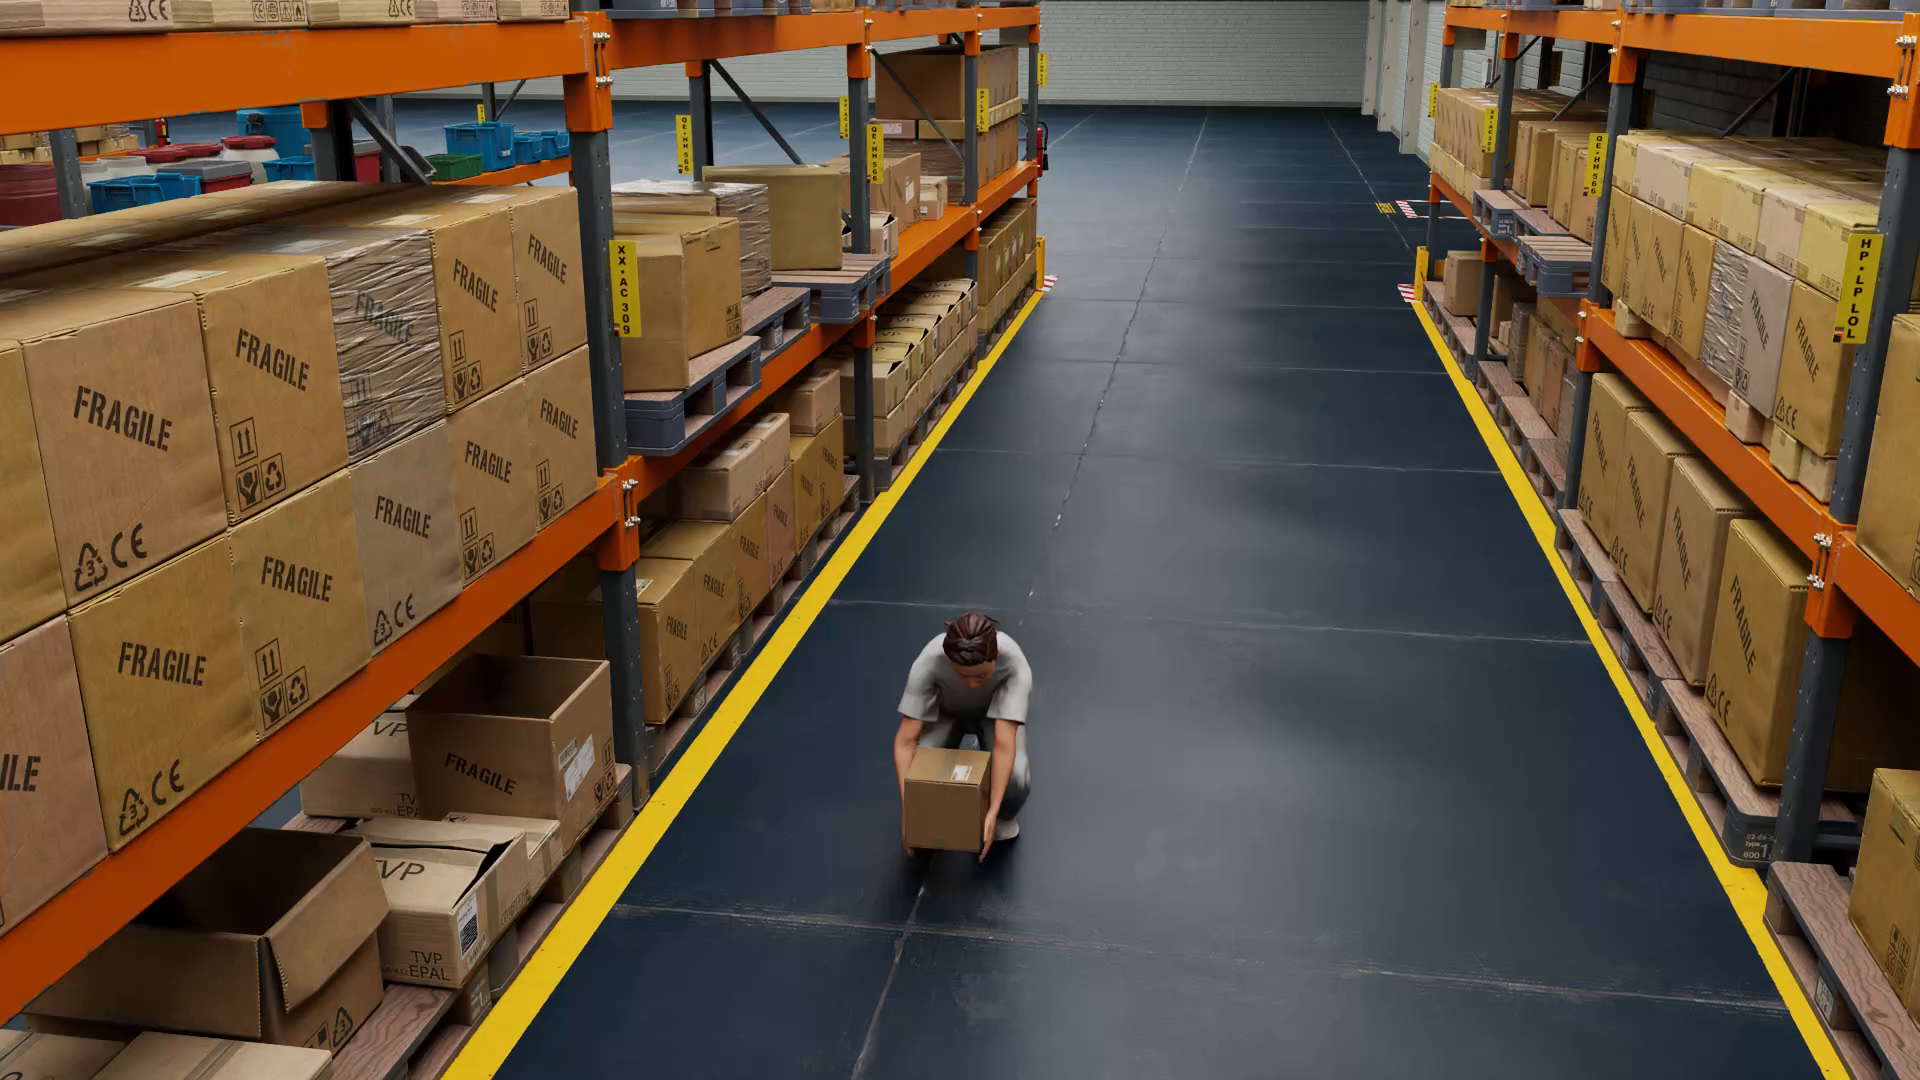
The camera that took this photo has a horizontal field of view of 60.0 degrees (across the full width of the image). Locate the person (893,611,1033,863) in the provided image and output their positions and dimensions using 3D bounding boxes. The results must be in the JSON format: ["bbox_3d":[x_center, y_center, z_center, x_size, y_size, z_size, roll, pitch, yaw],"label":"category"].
[{"bbox_3d":[0.028,0.635,5.802,0.467,0.943,0.807,3,18,8],"label":"person"}]
